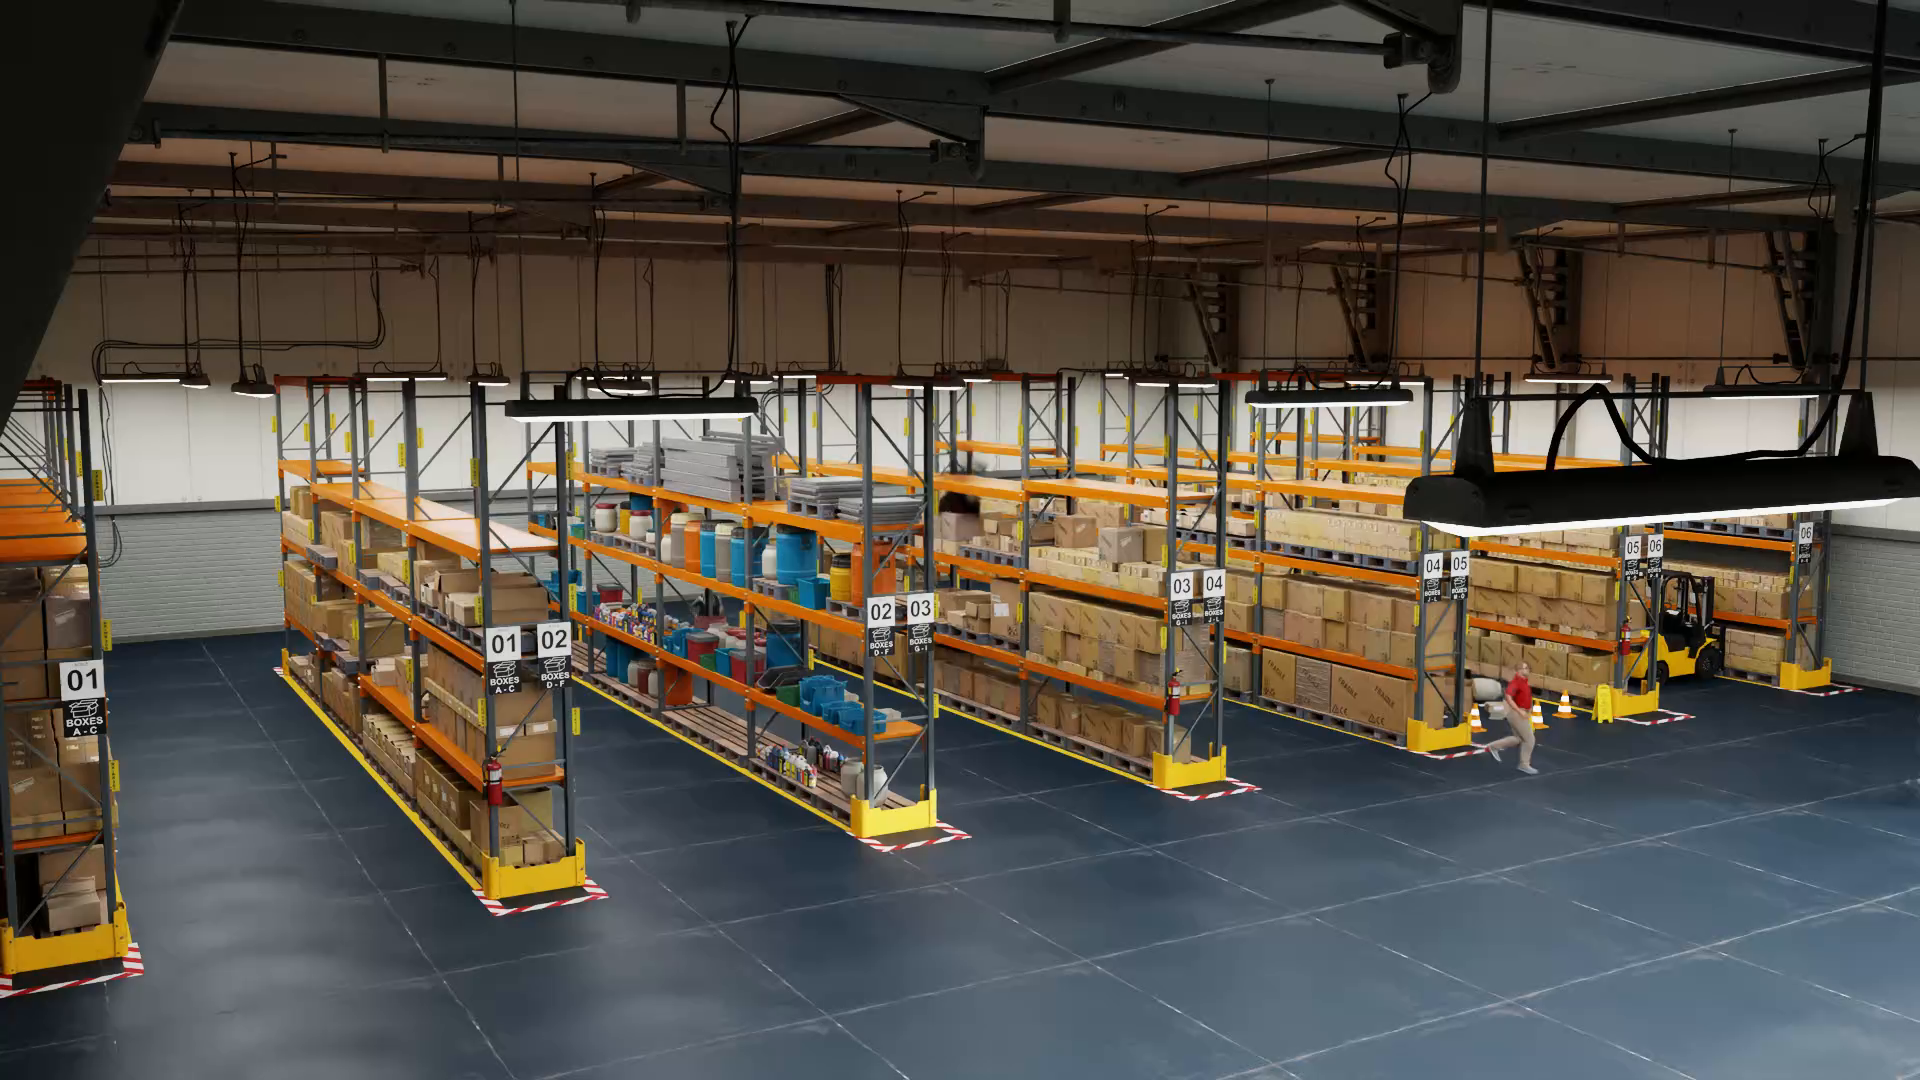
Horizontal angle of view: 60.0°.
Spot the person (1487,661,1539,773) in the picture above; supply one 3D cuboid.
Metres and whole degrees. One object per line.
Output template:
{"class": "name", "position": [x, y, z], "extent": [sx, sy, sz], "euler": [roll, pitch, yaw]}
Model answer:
{"class": "person", "position": [8.524, 2.709, 25.575], "extent": [0.792, 1.713, 0.690], "euler": [3, 7, 23]}

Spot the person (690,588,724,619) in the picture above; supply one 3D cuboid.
{"class": "person", "position": [-5.120, 1.761, 34.019], "extent": [0.759, 1.783, 0.624], "euler": [6, 9, 43]}
